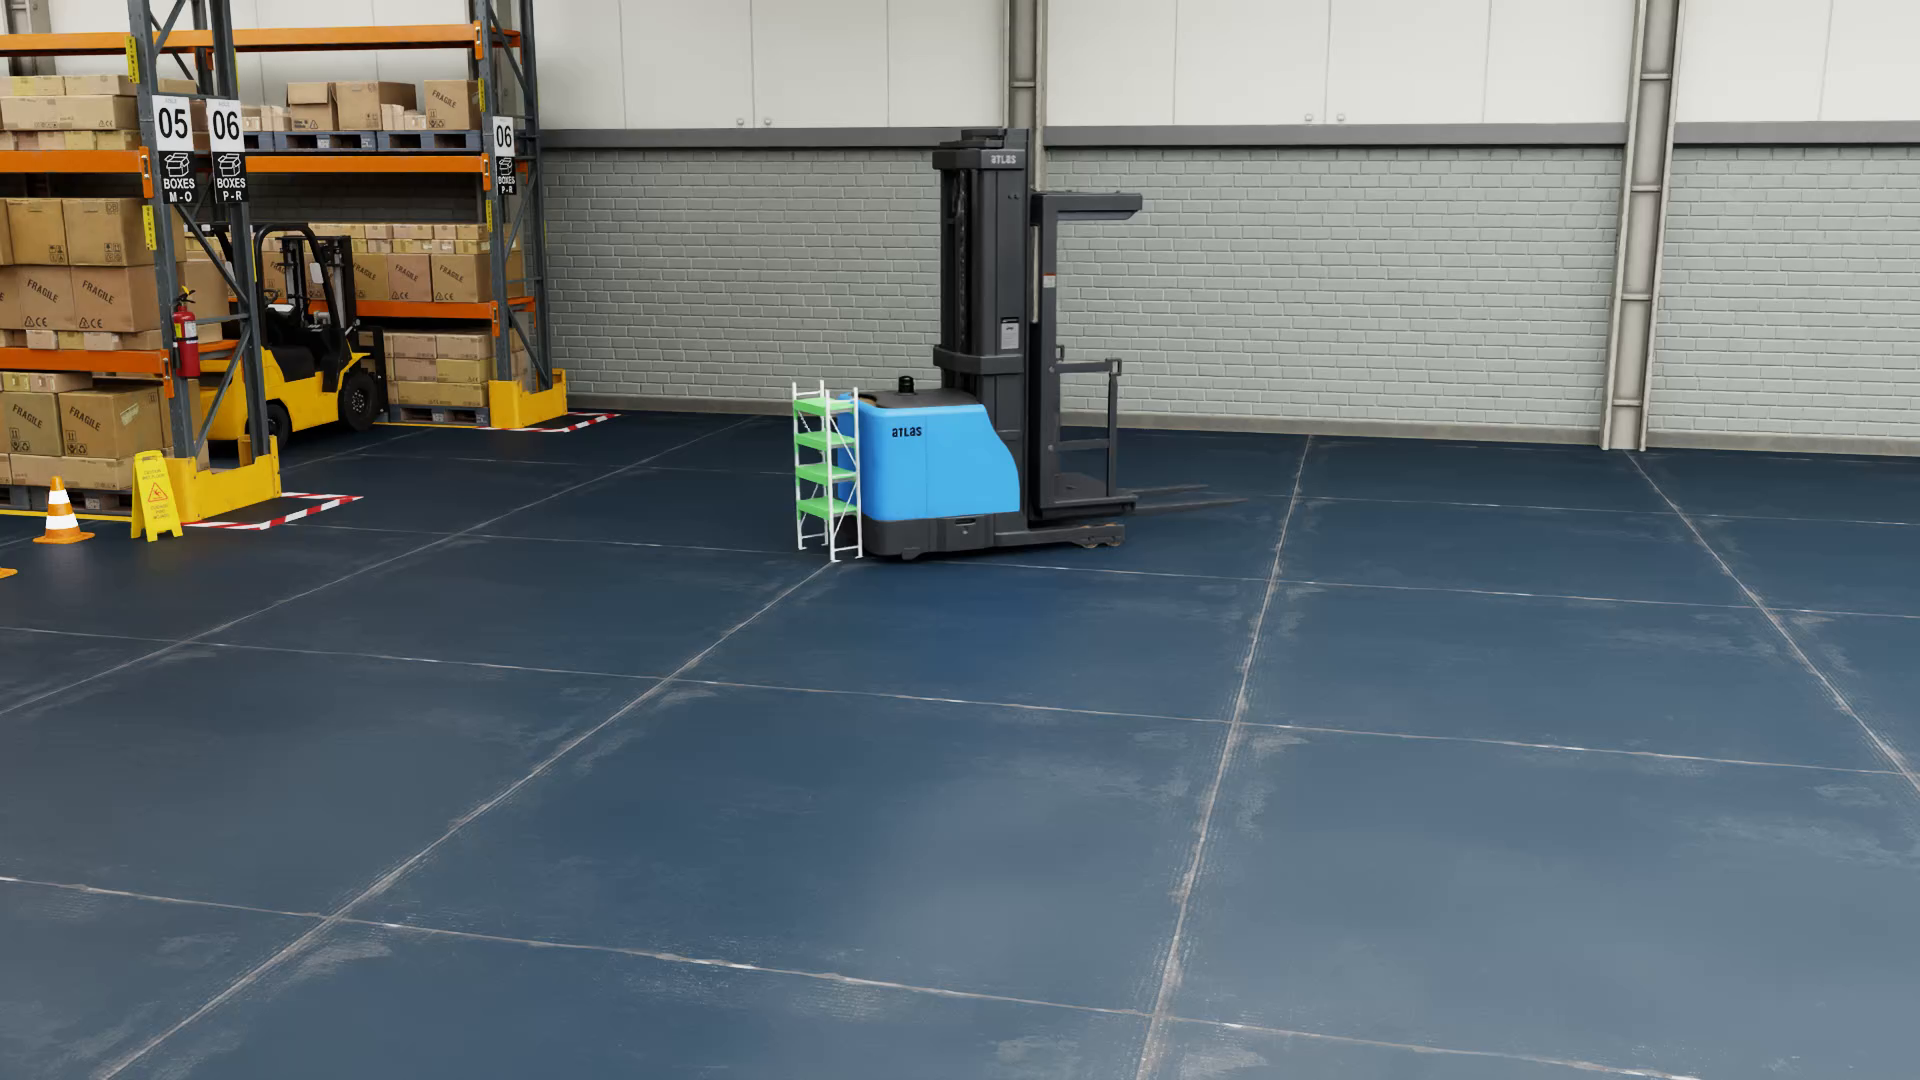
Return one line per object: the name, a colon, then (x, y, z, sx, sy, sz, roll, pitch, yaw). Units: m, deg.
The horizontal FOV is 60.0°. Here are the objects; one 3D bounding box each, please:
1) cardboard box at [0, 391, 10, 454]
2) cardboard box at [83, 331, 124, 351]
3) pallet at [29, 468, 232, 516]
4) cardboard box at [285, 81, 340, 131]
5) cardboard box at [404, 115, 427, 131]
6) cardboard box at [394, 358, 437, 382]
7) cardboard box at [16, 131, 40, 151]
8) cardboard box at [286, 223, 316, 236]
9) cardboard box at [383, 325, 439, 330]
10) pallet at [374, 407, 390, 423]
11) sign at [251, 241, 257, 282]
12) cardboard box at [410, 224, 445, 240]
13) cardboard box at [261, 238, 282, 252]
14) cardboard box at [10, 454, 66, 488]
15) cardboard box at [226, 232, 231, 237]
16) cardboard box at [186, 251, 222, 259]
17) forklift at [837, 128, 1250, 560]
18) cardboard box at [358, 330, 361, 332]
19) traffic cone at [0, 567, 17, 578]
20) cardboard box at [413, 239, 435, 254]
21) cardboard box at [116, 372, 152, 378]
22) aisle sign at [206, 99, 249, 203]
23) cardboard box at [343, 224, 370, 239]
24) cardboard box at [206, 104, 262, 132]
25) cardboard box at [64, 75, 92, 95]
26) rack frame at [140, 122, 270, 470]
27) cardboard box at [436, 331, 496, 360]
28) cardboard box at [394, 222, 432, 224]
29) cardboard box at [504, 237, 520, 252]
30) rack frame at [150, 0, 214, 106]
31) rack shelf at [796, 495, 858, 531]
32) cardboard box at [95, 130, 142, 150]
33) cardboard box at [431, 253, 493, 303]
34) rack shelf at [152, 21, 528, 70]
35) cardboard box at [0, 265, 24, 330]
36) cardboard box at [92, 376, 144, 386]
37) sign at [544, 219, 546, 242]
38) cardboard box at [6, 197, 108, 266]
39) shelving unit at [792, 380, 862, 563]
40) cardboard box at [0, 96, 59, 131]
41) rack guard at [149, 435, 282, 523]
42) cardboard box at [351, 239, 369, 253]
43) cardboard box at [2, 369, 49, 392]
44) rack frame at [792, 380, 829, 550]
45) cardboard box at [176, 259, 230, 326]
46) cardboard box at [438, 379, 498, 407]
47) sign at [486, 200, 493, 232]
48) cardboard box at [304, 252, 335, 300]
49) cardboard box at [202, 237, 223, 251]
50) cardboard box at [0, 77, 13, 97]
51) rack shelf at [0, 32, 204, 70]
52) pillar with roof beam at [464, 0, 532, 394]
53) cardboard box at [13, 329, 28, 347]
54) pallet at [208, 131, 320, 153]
cardboard box: (-7.722, -0.992, 13.426, 0.500, 0.500, 0.500, 3, 13, 12)
cardboard box: (-6.573, -1.564, 12.937, 0.250, 0.149, 0.380, 3, 13, 13)
pallet: (-6.740, -0.414, 13.614, 1.213, 0.211, 1.003, 3, 13, 14)
cardboard box: (-6.718, -4.619, 17.764, 0.637, 0.503, 0.797, 3, 13, 15)
cardboard box: (-5.577, -4.341, 17.329, 0.250, 0.149, 0.380, 3, 13, 12)
cardboard box: (-5.732, -1.861, 17.920, 0.500, 0.250, 0.500, 3, 13, 13)
cardboard box: (-7.029, -3.078, 12.836, 0.250, 0.149, 0.380, 3, 13, 14)
cardboard box: (-7.076, -3.355, 18.017, 0.250, 0.149, 0.380, 3, 13, 13)
cardboard box: (-6.090, -2.235, 18.453, 0.500, 0.250, 0.500, 3, 13, 13)
pallet: (-6.634, -1.500, 18.505, 1.213, 0.211, 1.003, 3, 13, 14)
sign: (-5.756, -2.259, 13.492, 0.005, 0.325, 0.100, 3, 13, 14)
cardboard box: (-5.606, -3.265, 17.611, 0.250, 0.149, 0.380, 3, 13, 15)
cardboard box: (-7.350, -3.204, 18.023, 0.250, 0.149, 0.380, 3, 13, 13)
cardboard box: (-7.236, -0.599, 13.386, 0.500, 0.250, 0.500, 3, 13, 14)
cardboard box: (-7.820, -3.400, 18.217, 0.250, 0.149, 0.380, 3, 13, 12)
cardboard box: (-8.215, -2.945, 18.350, 0.500, 0.500, 0.500, 3, 13, 12)
forklift: (0.664, -1.469, 12.090, 3.031, 2.935, 1.130, -5, 13, -20)
cardboard box: (-6.702, -2.153, 18.081, 0.500, 0.250, 0.500, 3, 13, 12)
traffic cone: (-6.548, 0.016, 11.092, 0.334, 0.463, 0.336, 3, 13, 14)
cardboard box: (-5.596, -3.124, 17.662, 0.250, 0.149, 0.380, 3, 13, 15)
cardboard box: (-9.093, -2.044, 19.035, 0.625, 0.625, 0.875, 4, 13, 16)
aisle sign: (-5.751, -3.053, 13.069, 0.004, 0.787, 0.394, 3, 13, 14)
cardboard box: (-6.362, -3.296, 17.751, 0.250, 0.149, 0.380, 3, 13, 15)
cardboard box: (-7.834, -4.554, 17.915, 0.500, 0.311, 0.500, 3, 13, 15)
cardboard box: (-6.526, -3.430, 12.583, 0.250, 0.149, 0.380, 3, 13, 15)
rack frame: (-5.886, -1.722, 13.071, 0.127, 3.000, 1.000, 3, 13, 14)
cardboard box: (-5.222, -2.075, 17.733, 0.500, 0.250, 0.500, 4, 13, 15)
cardboard box: (-5.979, -3.395, 18.196, 0.250, 0.149, 0.380, 3, 13, 15)
cardboard box: (-4.967, -3.204, 18.021, 0.250, 0.149, 0.380, 3, 13, 12)
rack frame: (-8.584, -5.903, 18.063, 0.127, 3.000, 1.000, 3, 13, 14)
rack shelf: (-0.927, -0.193, 11.723, 0.258, 0.148, 0.480, -9, 15, -32)
cardboard box: (-6.299, -3.024, 12.592, 0.250, 0.149, 0.380, 3, 13, 14)
cardboard box: (-5.241, -2.785, 17.632, 0.500, 0.500, 0.500, 3, 13, 12)
rack shelf: (-6.642, -5.252, 17.716, 4.000, 0.370, 1.077, 3, 13, 14)
cardboard box: (-7.449, -1.940, 13.136, 0.500, 0.500, 0.500, 3, 13, 13)
cardboard box: (-7.135, -1.078, 13.816, 0.500, 0.500, 0.500, 3, 13, 11)
sign: (-4.561, -3.344, 18.199, 0.005, 0.325, 0.100, 3, 13, 14)
cardboard box: (-6.924, -2.413, 12.958, 0.500, 0.500, 0.700, 3, 13, 14)
shelving unit: (-0.931, -0.489, 11.655, 0.258, 1.200, 0.503, -9, 15, -32)
cardboard box: (-6.932, -3.258, 12.726, 0.500, 0.250, 0.500, 3, 13, 13)
rack guard: (-5.960, -0.506, 13.360, 0.348, 0.500, 1.175, 3, 13, 14)
cardboard box: (-6.355, -3.152, 17.788, 0.250, 0.149, 0.380, 3, 13, 14)
cardboard box: (-7.342, -1.273, 13.196, 0.250, 0.149, 0.380, 3, 13, 14)
rack frame: (-1.064, -0.533, 11.855, 0.240, 1.200, 0.015, -9, 15, -32)
cardboard box: (-6.279, -1.999, 13.402, 0.500, 0.500, 0.500, 3, 13, 13)
cardboard box: (-5.232, -1.587, 17.839, 0.500, 0.250, 0.500, 3, 13, 14)
sign: (-4.844, -3.334, 17.115, 0.005, 0.325, 0.100, 3, 13, 14)
cardboard box: (-6.731, -2.865, 17.989, 0.500, 0.500, 0.500, 3, 13, 14)
cardboard box: (-8.085, -3.254, 18.248, 0.250, 0.149, 0.380, 3, 13, 15)
cardboard box: (-7.248, -3.478, 12.798, 0.250, 0.149, 0.380, 3, 13, 14)
rack shelf: (-10.525, -5.460, 18.652, 4.000, 0.370, 1.077, 3, 13, 14)
pillar with roof beam: (-6.192, -5.015, 14.064, 0.400, 9.000, 9.100, 3, 13, 14)
cardboard box: (-7.289, -1.632, 13.242, 0.250, 0.149, 0.380, 3, 13, 14)
pallet: (-7.749, -4.356, 18.222, 1.213, 0.211, 1.003, 3, 13, 14)
